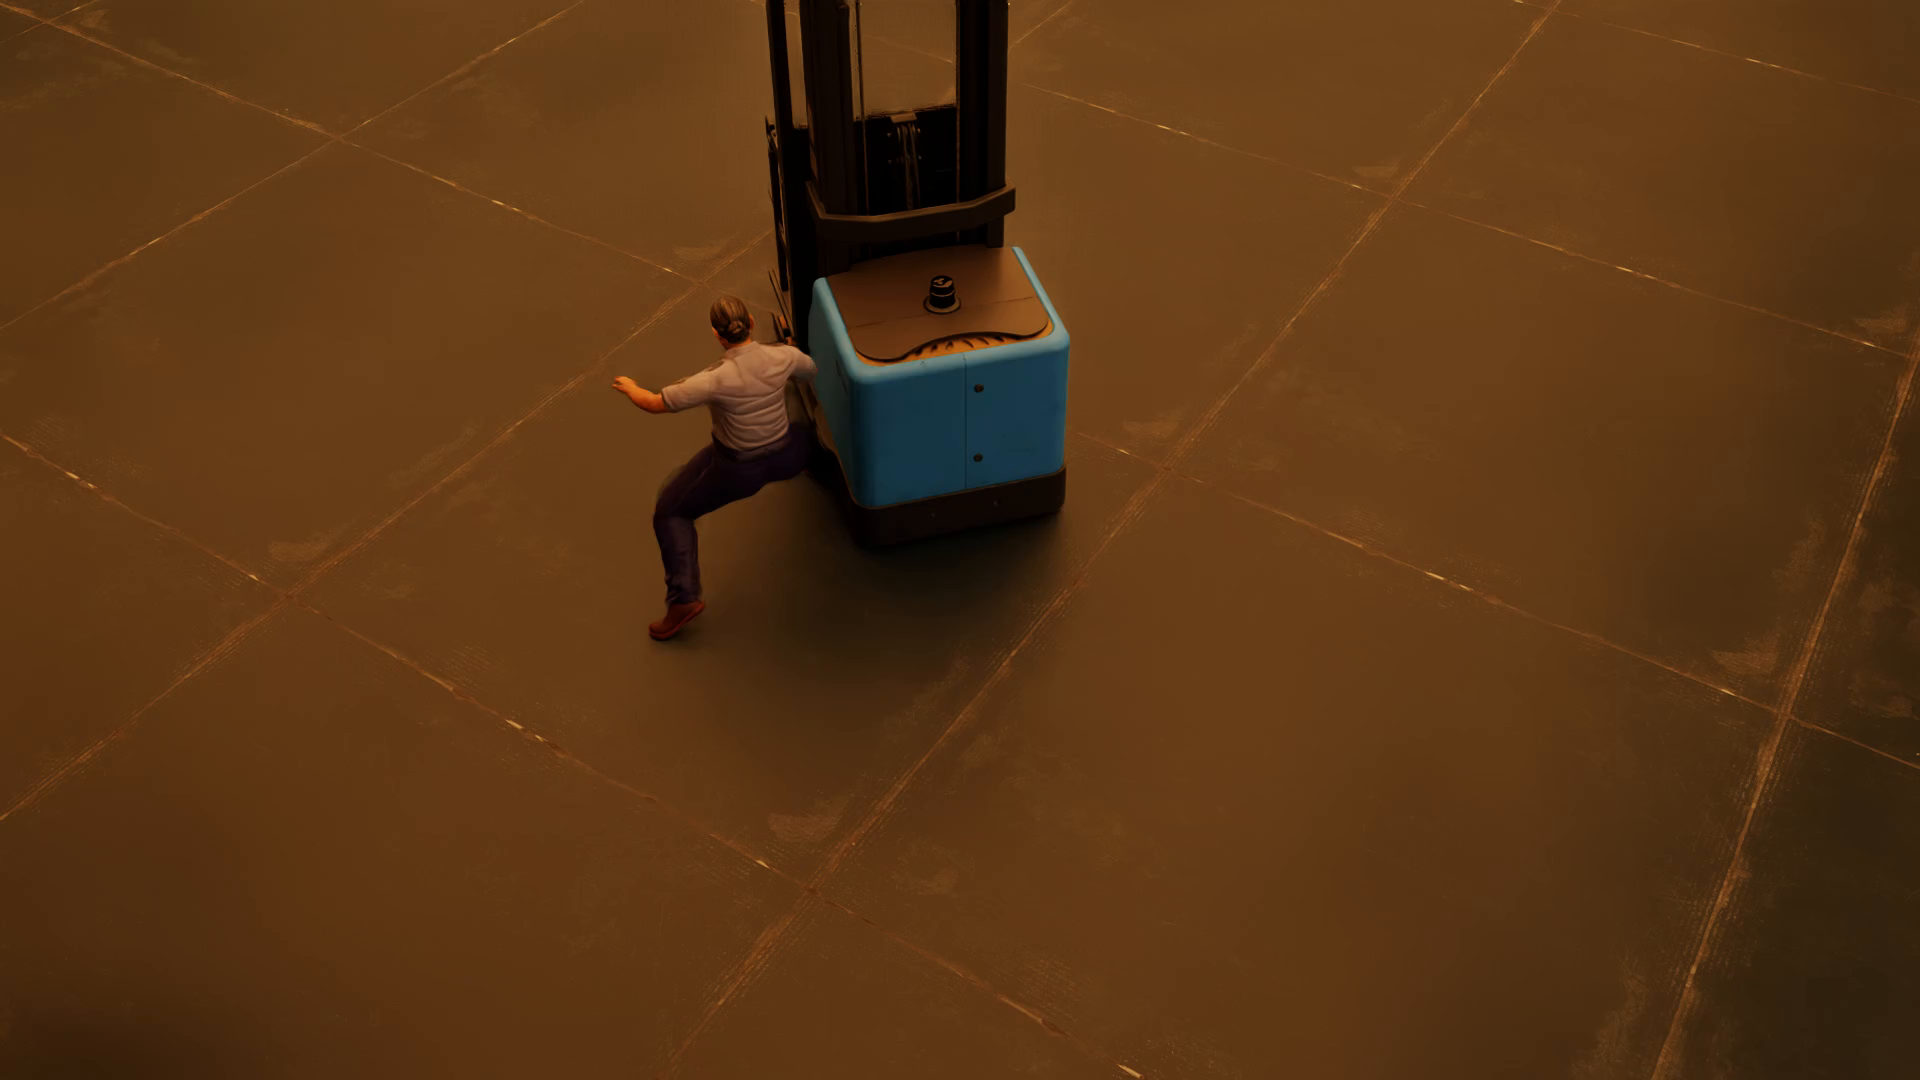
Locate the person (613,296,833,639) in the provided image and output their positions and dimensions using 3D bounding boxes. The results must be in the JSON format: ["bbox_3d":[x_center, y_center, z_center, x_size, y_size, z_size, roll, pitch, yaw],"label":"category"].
[{"bbox_3d":[-1.025,-0.489,7.447,1.245,1.469,0.801,-23,48,-22],"label":"person"}]

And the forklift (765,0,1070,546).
[{"bbox_3d":[-0.388,-2.064,8.026,1.130,2.935,3.031,-11,45,-12],"label":"forklift"}]
